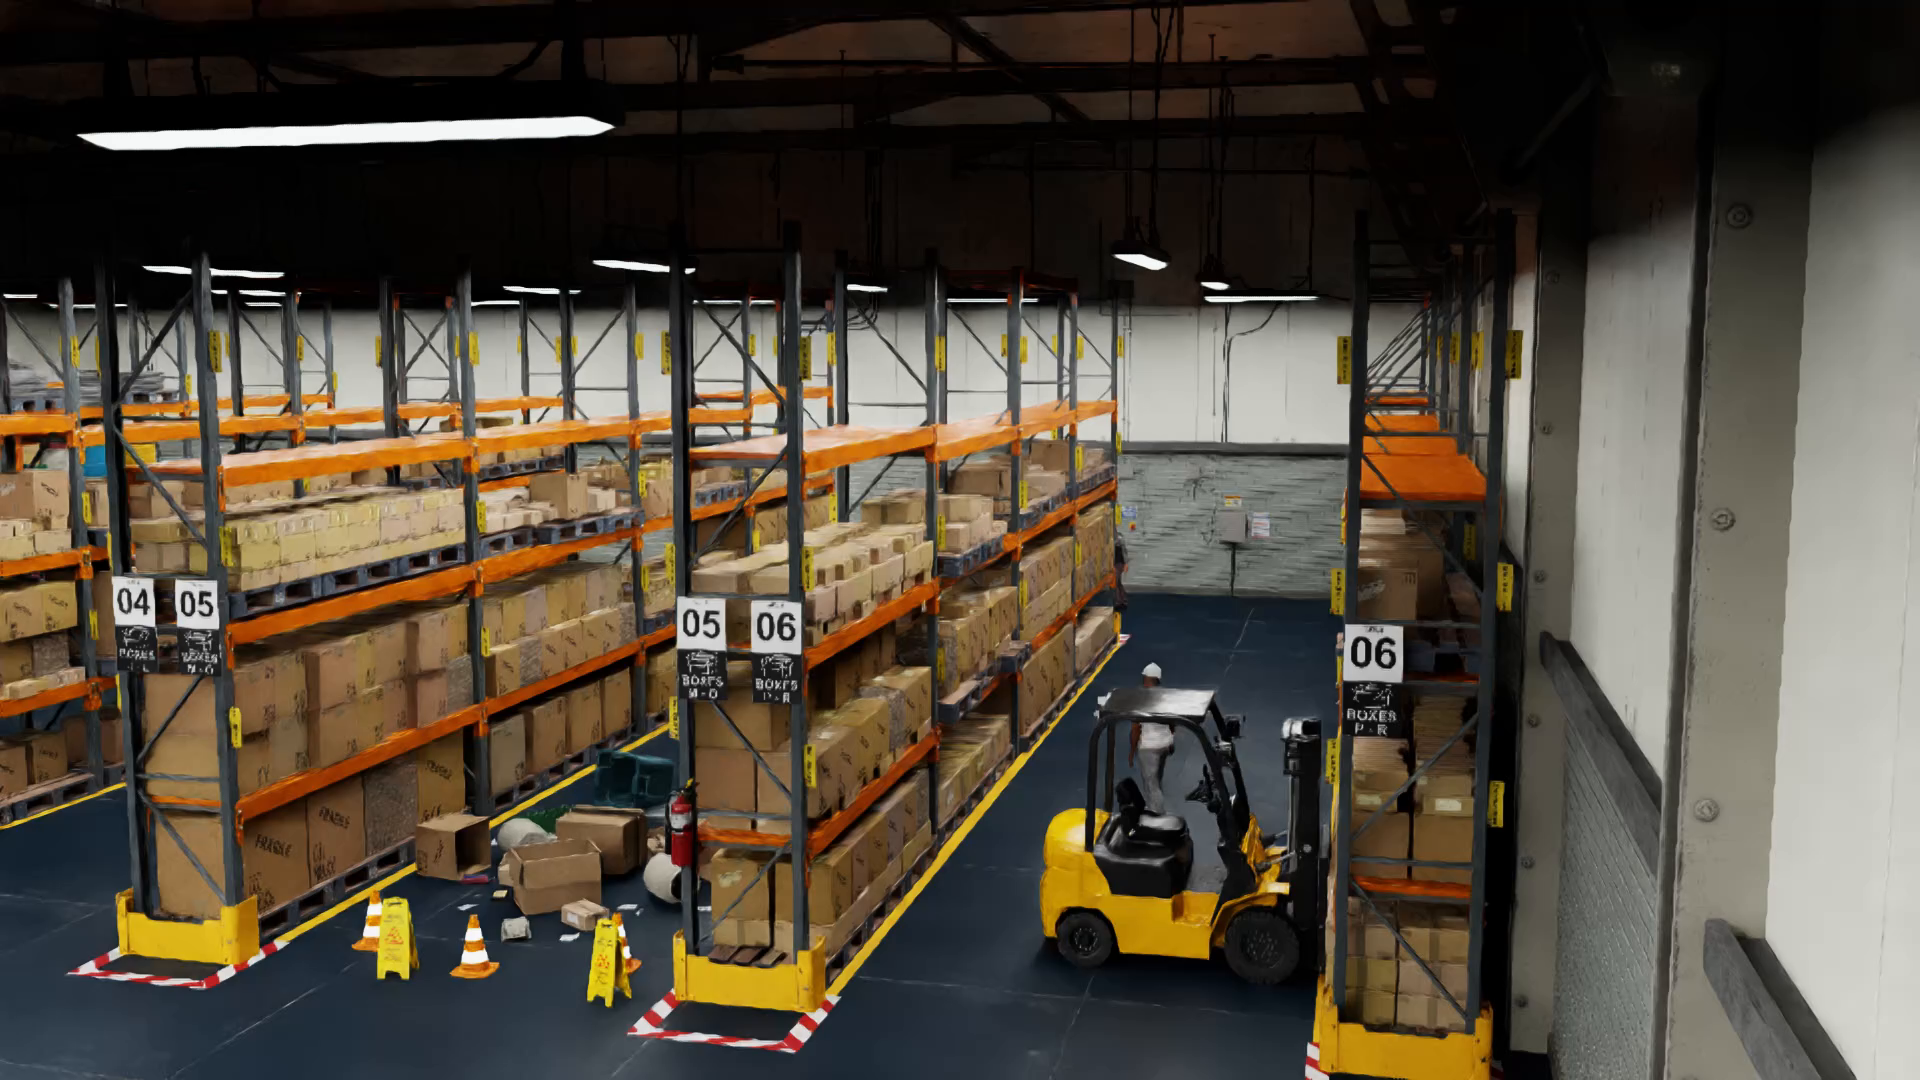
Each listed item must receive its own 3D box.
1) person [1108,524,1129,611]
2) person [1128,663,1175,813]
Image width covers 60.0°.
[{"bbox_3d":[2.959,0.481,31.502,0.468,1.735,0.632,-3,8,-23],"label":"person"},{"bbox_3d":[1.990,2.155,17.445,0.580,1.763,0.673,6,9,42],"label":"person"}]
